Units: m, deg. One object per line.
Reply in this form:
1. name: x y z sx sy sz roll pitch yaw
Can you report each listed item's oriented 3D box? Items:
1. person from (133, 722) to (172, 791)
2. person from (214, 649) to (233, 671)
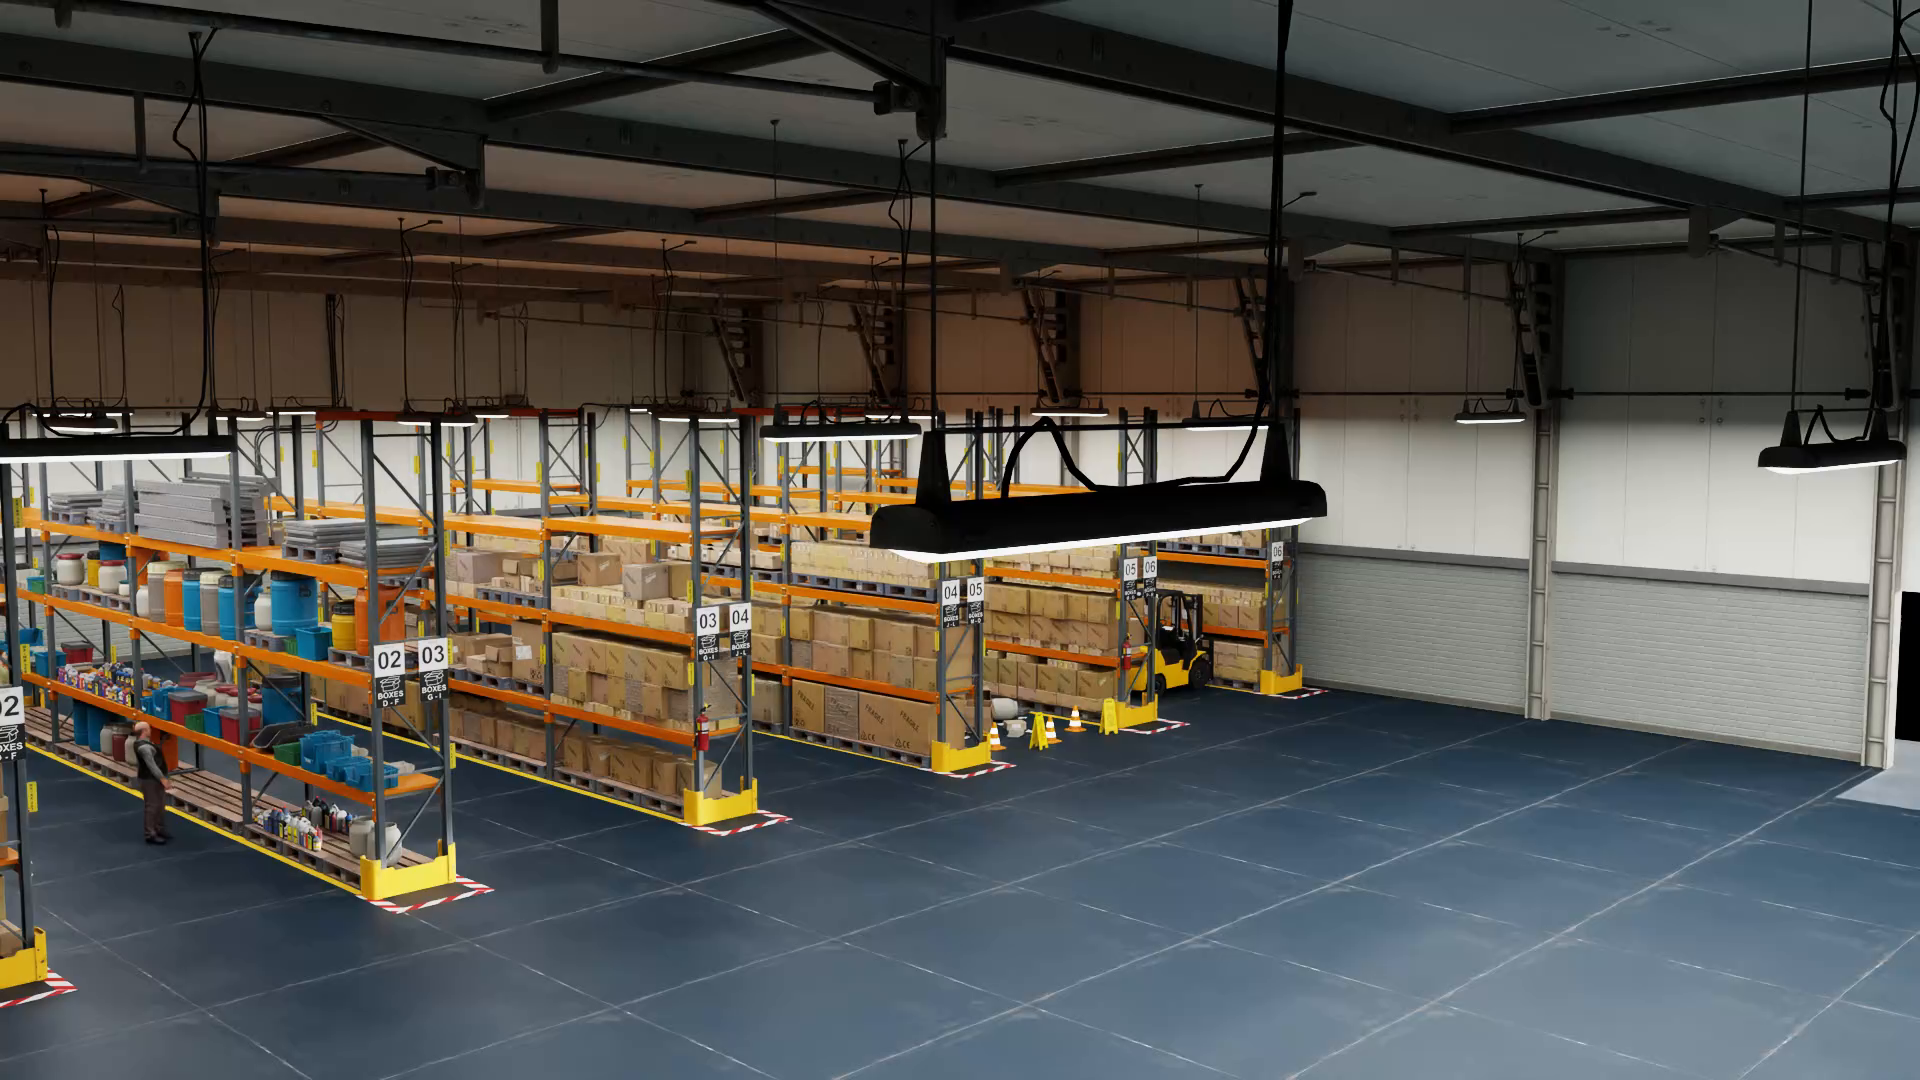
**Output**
1. person: -11.359 3.036 23.429 0.579 0.991 0.607 -1 5 -7
2. person: -14.982 2.154 33.837 0.525 1.005 0.336 4 7 40
